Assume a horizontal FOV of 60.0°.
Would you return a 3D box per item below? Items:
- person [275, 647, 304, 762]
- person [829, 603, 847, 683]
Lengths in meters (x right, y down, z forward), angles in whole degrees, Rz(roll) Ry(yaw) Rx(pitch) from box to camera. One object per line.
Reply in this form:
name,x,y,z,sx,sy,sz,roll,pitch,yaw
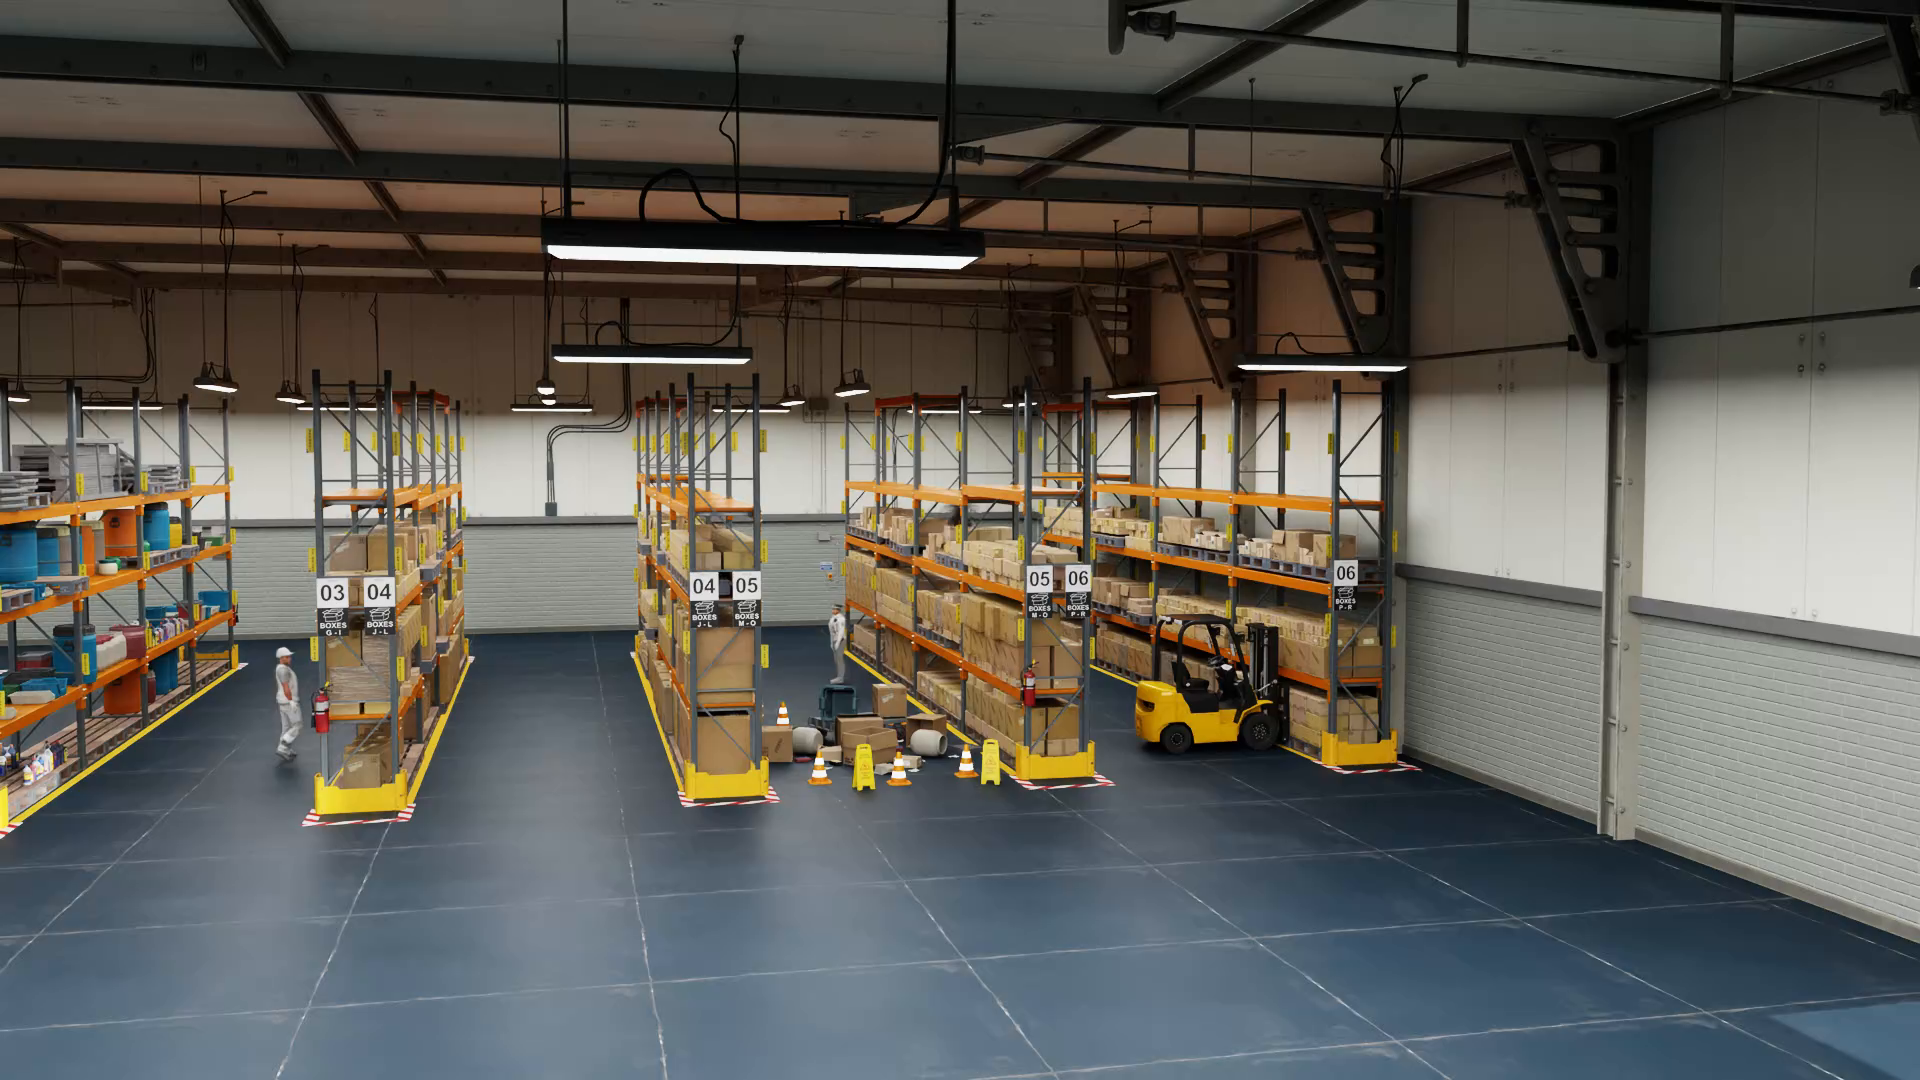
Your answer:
person,-10.598,2.587,26.187,0.428,1.786,0.654,-2,4,-33
person,-2.582,2.147,34.796,0.384,1.688,0.498,-2,4,-28
